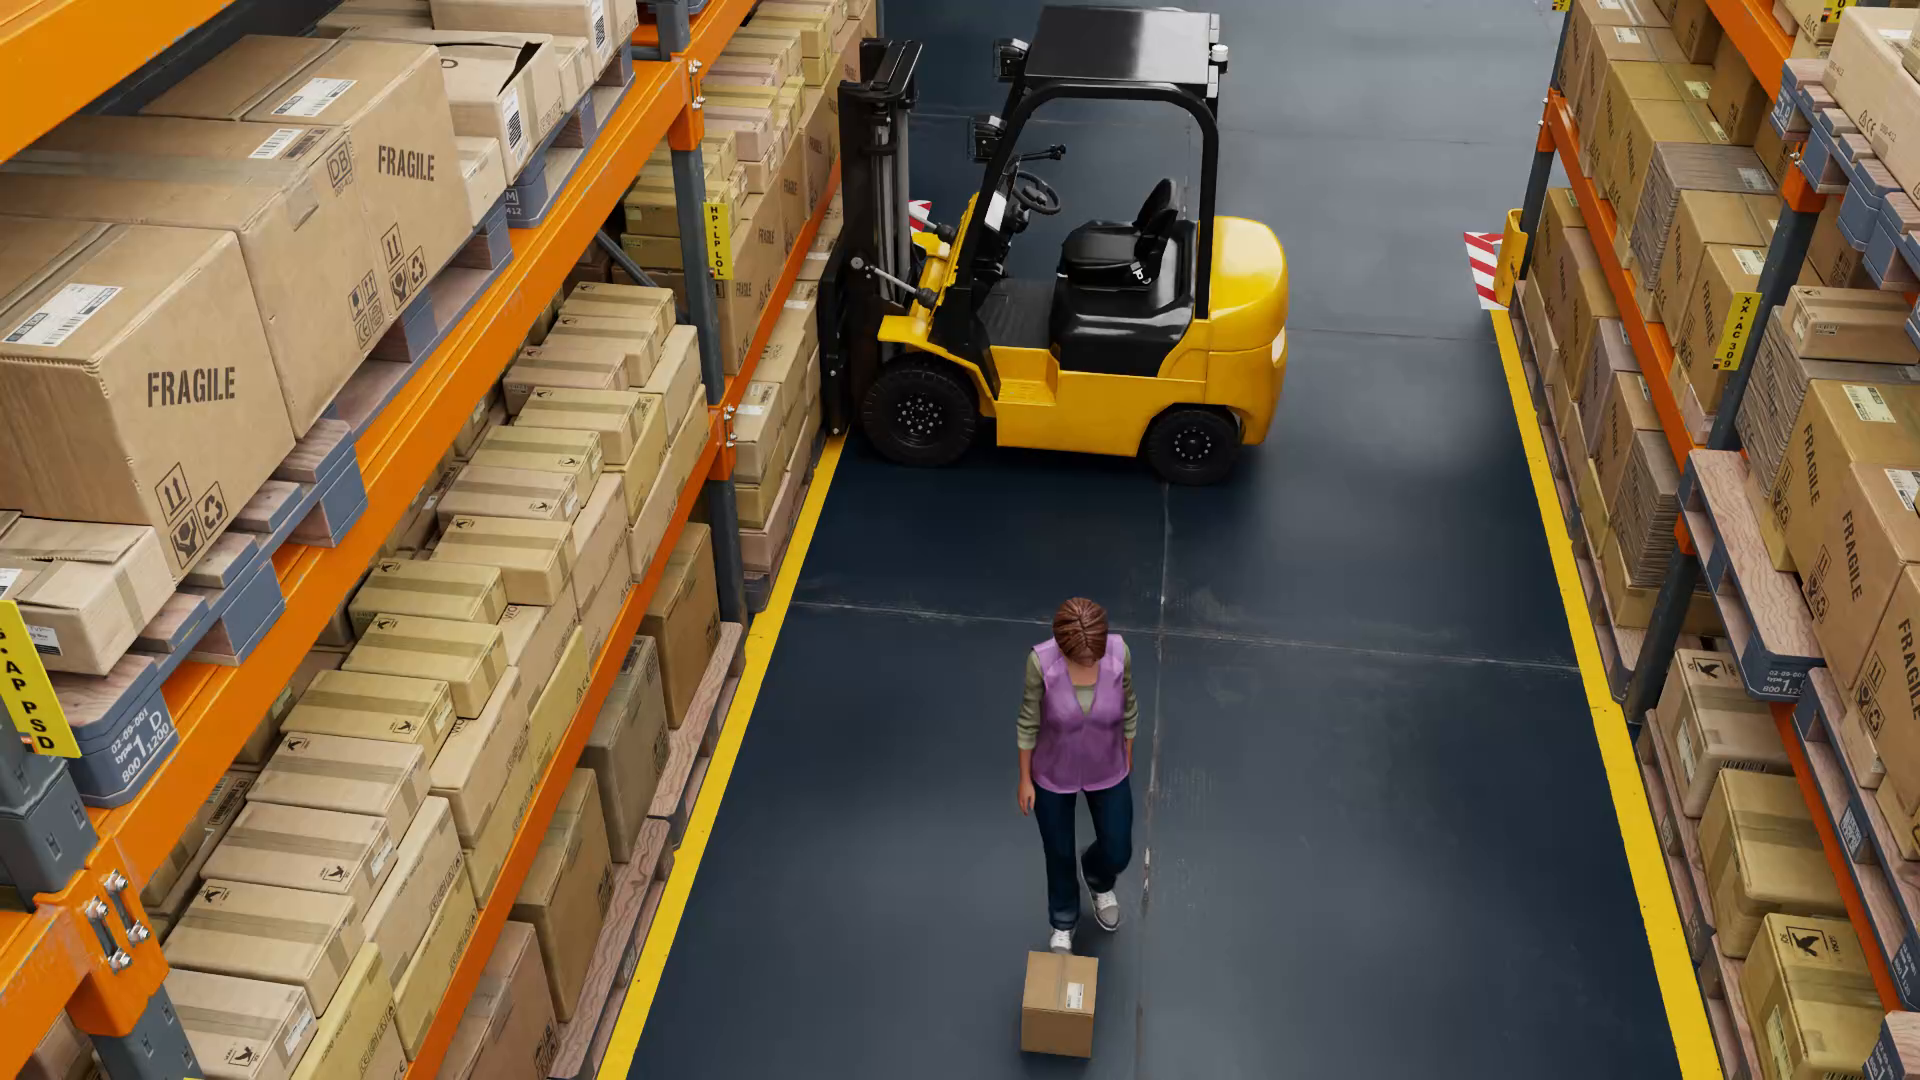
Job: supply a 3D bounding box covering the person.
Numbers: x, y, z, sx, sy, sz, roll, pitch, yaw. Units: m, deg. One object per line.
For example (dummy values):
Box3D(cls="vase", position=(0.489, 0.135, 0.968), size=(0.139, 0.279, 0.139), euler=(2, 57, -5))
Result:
Box3D(cls="person", position=(0.415, 0.863, 5.872), size=(0.432, 1.573, 0.425), euler=(-2, 37, -2))
